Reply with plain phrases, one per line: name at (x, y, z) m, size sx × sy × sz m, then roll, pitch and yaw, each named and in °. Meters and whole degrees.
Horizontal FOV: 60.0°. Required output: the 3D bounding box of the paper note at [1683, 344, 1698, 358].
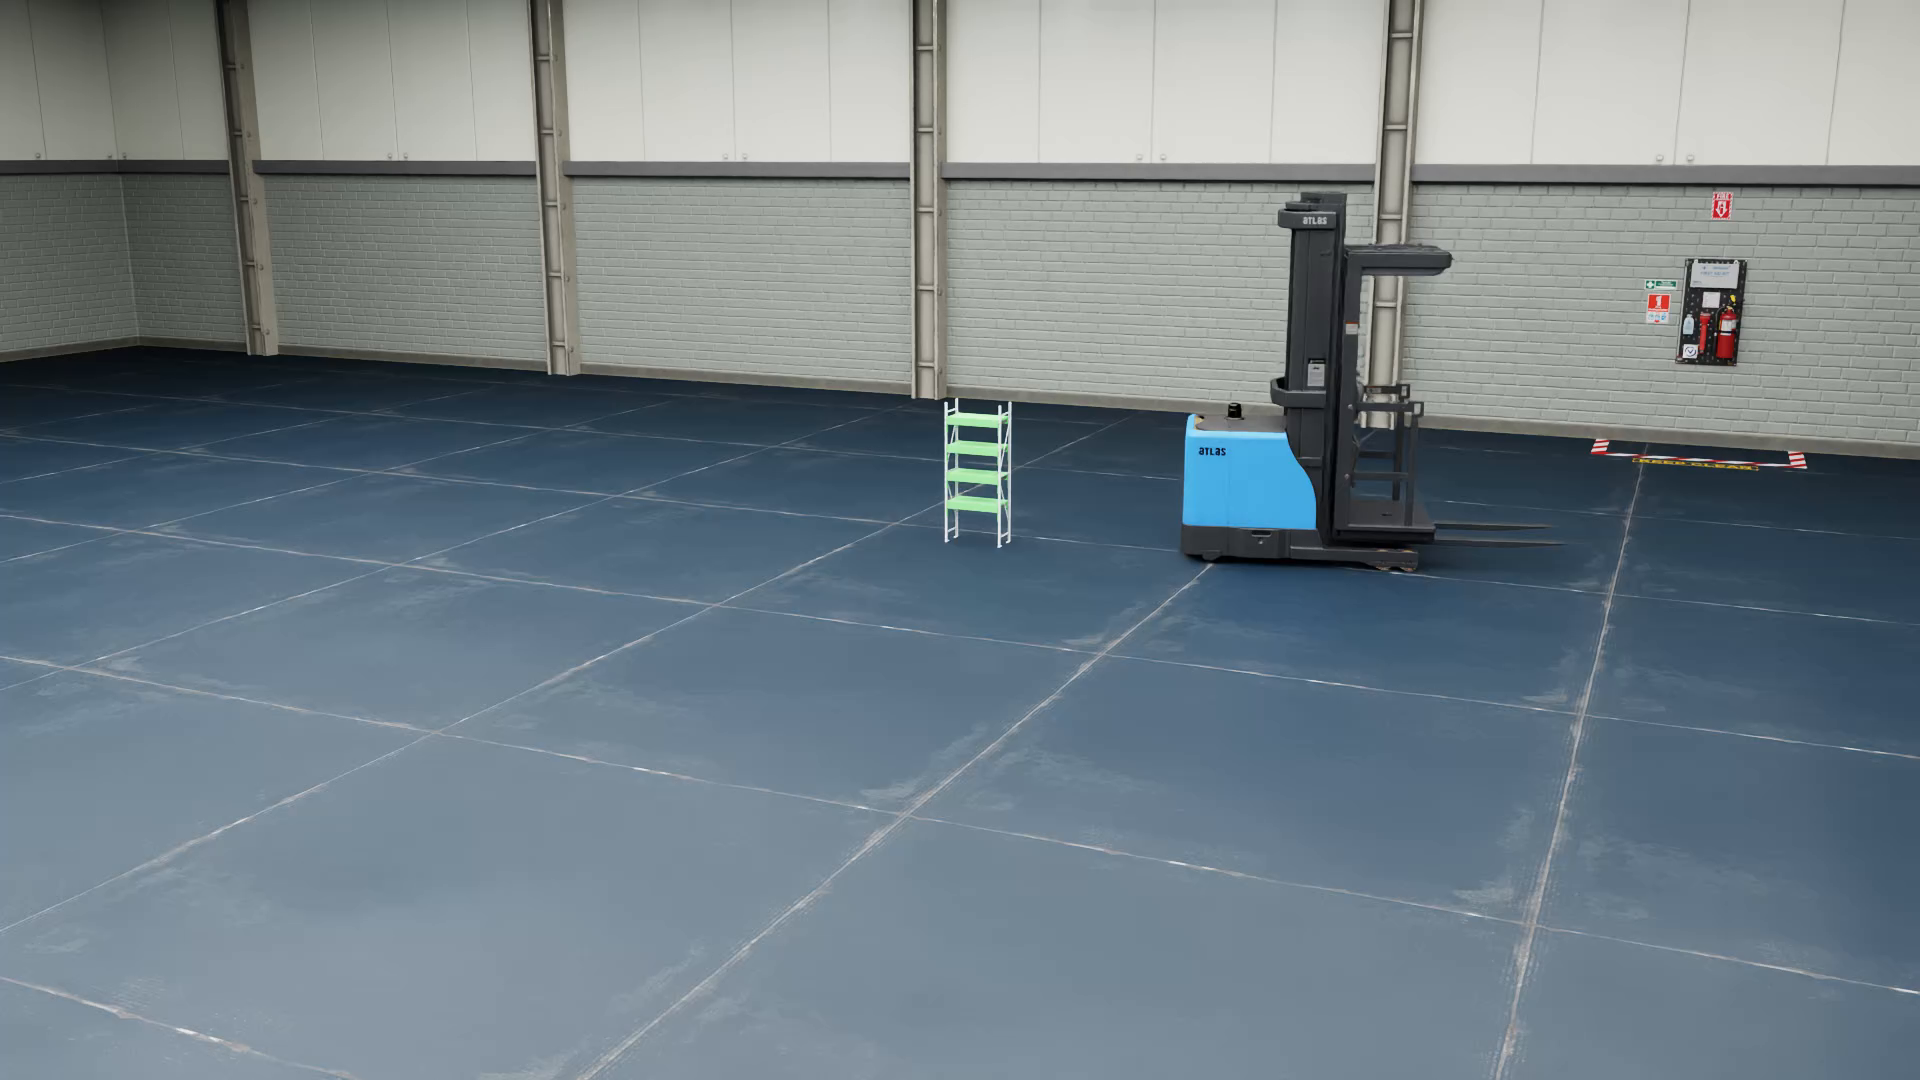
paper note at (8.181, -2.113, 18.623) m, size 0.142 × 0.148 × 0.016 m, roll 6°, pitch 14°, yaw 23°

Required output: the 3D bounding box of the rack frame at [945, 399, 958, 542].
rack frame at (-0.072, -0.591, 14.149) m, size 0.015 × 1.200 × 0.240 m, roll 6°, pitch 14°, yaw 23°

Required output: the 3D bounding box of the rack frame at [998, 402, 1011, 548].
rack frame at (0.374, -0.546, 13.956) m, size 0.015 × 1.200 × 0.240 m, roll 6°, pitch 14°, yaw 23°

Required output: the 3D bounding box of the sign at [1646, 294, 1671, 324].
sign at (7.851, -2.601, 18.697) m, size 0.234 × 0.329 × 0.001 m, roll 6°, pitch 14°, yaw 23°

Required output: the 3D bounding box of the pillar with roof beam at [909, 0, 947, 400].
pillar with roof beam at (-2.157, -5.407, 17.598) m, size 0.400 × 9.000 × 9.100 m, roll 6°, pitch 14°, yaw 23°

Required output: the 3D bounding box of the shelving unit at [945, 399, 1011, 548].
shelving unit at (0.151, -0.569, 14.052) m, size 0.503 × 1.200 × 0.258 m, roll 6°, pitch 14°, yaw 23°

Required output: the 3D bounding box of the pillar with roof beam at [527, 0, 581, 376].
pillar with roof beam at (-7.643, -5.962, 19.964) m, size 0.400 × 9.000 × 9.100 m, roll 6°, pitch 14°, yaw 23°

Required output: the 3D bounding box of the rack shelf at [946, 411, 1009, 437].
rack shelf at (0.151, -0.974, 13.957) m, size 0.480 × 0.148 × 0.258 m, roll 6°, pitch 14°, yaw 23°

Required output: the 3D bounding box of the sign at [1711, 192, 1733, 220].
sign at (8.347, -3.662, 18.218) m, size 0.199 × 0.298 × 0.001 m, roll 6°, pitch 14°, yaw 23°

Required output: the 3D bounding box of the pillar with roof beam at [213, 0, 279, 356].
pillar with roof beam at (-13.128, -6.517, 22.330) m, size 0.400 × 9.000 × 9.100 m, roll 6°, pitch 14°, yaw 23°

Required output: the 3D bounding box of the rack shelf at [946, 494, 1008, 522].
rack shelf at (0.151, -0.273, 14.122) m, size 0.480 × 0.148 × 0.258 m, roll 6°, pitch 14°, yaw 23°

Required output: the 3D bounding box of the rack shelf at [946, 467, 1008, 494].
rack shelf at (0.151, -0.507, 14.067) m, size 0.480 × 0.148 × 0.258 m, roll 6°, pitch 14°, yaw 23°

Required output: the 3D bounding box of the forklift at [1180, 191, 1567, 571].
forklift at (3.357, -1.308, 13.415) m, size 3.031 × 2.935 × 1.130 m, roll 2°, pitch 13°, yaw 9°

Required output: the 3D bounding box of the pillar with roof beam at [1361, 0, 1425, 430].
pillar with roof beam at (3.329, -4.851, 15.232) m, size 0.400 × 9.000 × 9.100 m, roll 6°, pitch 14°, yaw 23°

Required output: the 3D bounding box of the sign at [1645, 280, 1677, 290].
sign at (7.851, -2.857, 18.627) m, size 0.331 × 0.109 × 0.001 m, roll 6°, pitch 14°, yaw 23°

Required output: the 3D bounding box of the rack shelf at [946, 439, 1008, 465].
rack shelf at (0.151, -0.740, 14.012) m, size 0.480 × 0.148 × 0.258 m, roll 6°, pitch 14°, yaw 23°

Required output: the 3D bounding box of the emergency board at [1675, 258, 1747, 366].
emergency board at (8.315, -2.511, 18.391) m, size 0.643 × 1.169 × 0.194 m, roll 6°, pitch 14°, yaw 23°
